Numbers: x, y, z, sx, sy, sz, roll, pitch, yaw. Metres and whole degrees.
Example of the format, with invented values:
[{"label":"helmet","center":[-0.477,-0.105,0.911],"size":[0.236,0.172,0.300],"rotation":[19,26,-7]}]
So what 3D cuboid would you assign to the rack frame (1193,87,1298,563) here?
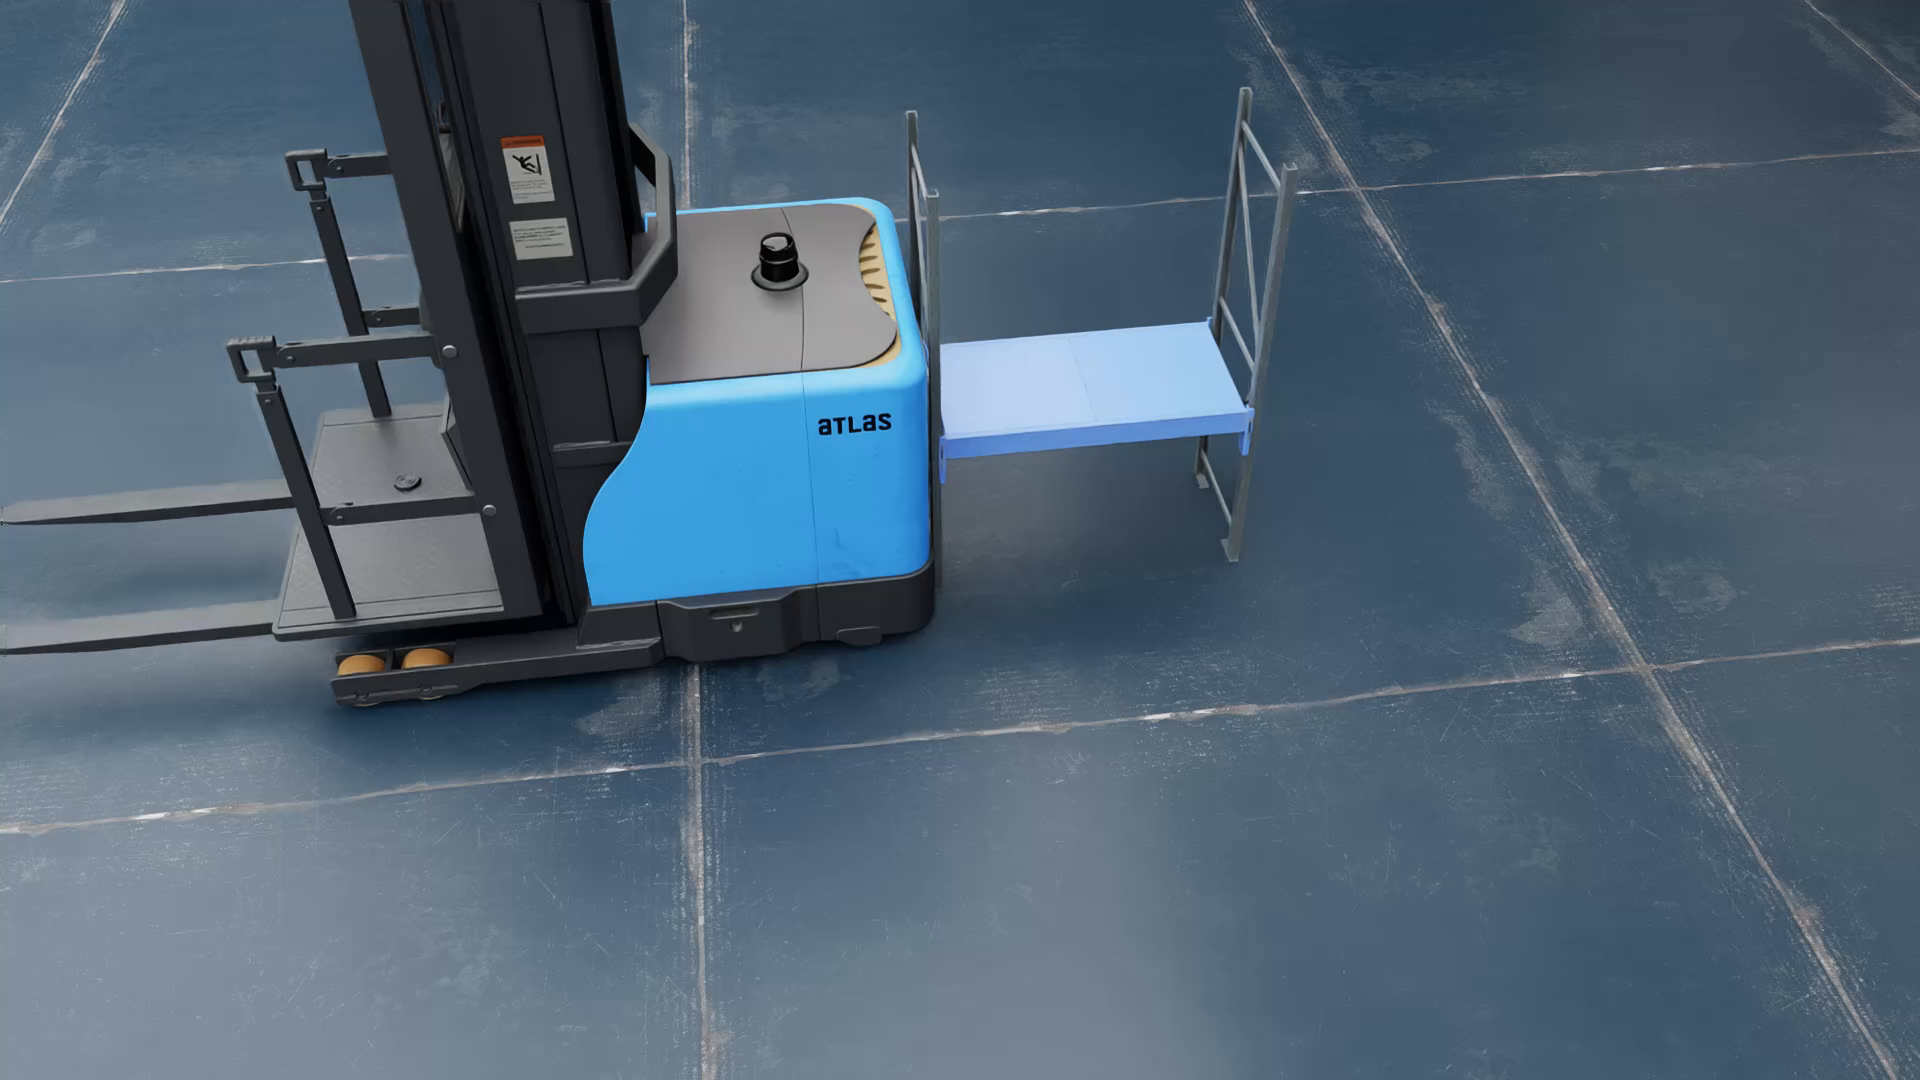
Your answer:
[{"label":"rack frame","center":[0.897,-0.646,5.347],"size":[0.032,1.500,0.500],"rotation":[-6,42,-6]}]

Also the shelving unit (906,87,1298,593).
[{"label":"shelving unit","center":[0.394,-0.597,5.292],"size":[1.048,1.500,0.538],"rotation":[-6,42,-6]}]

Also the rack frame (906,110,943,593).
[{"label":"rack frame","center":[-0.109,-0.548,5.237],"size":[0.032,1.500,0.500],"rotation":[-6,42,-6]}]

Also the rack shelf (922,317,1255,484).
[{"label":"rack shelf","center":[0.394,-0.464,5.413],"size":[1.000,0.185,0.538],"rotation":[-6,42,-6]}]

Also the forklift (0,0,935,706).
[{"label":"forklift","center":[-1.643,-0.951,4.616],"size":[3.031,2.935,1.130],"rotation":[-6,42,-6]}]
